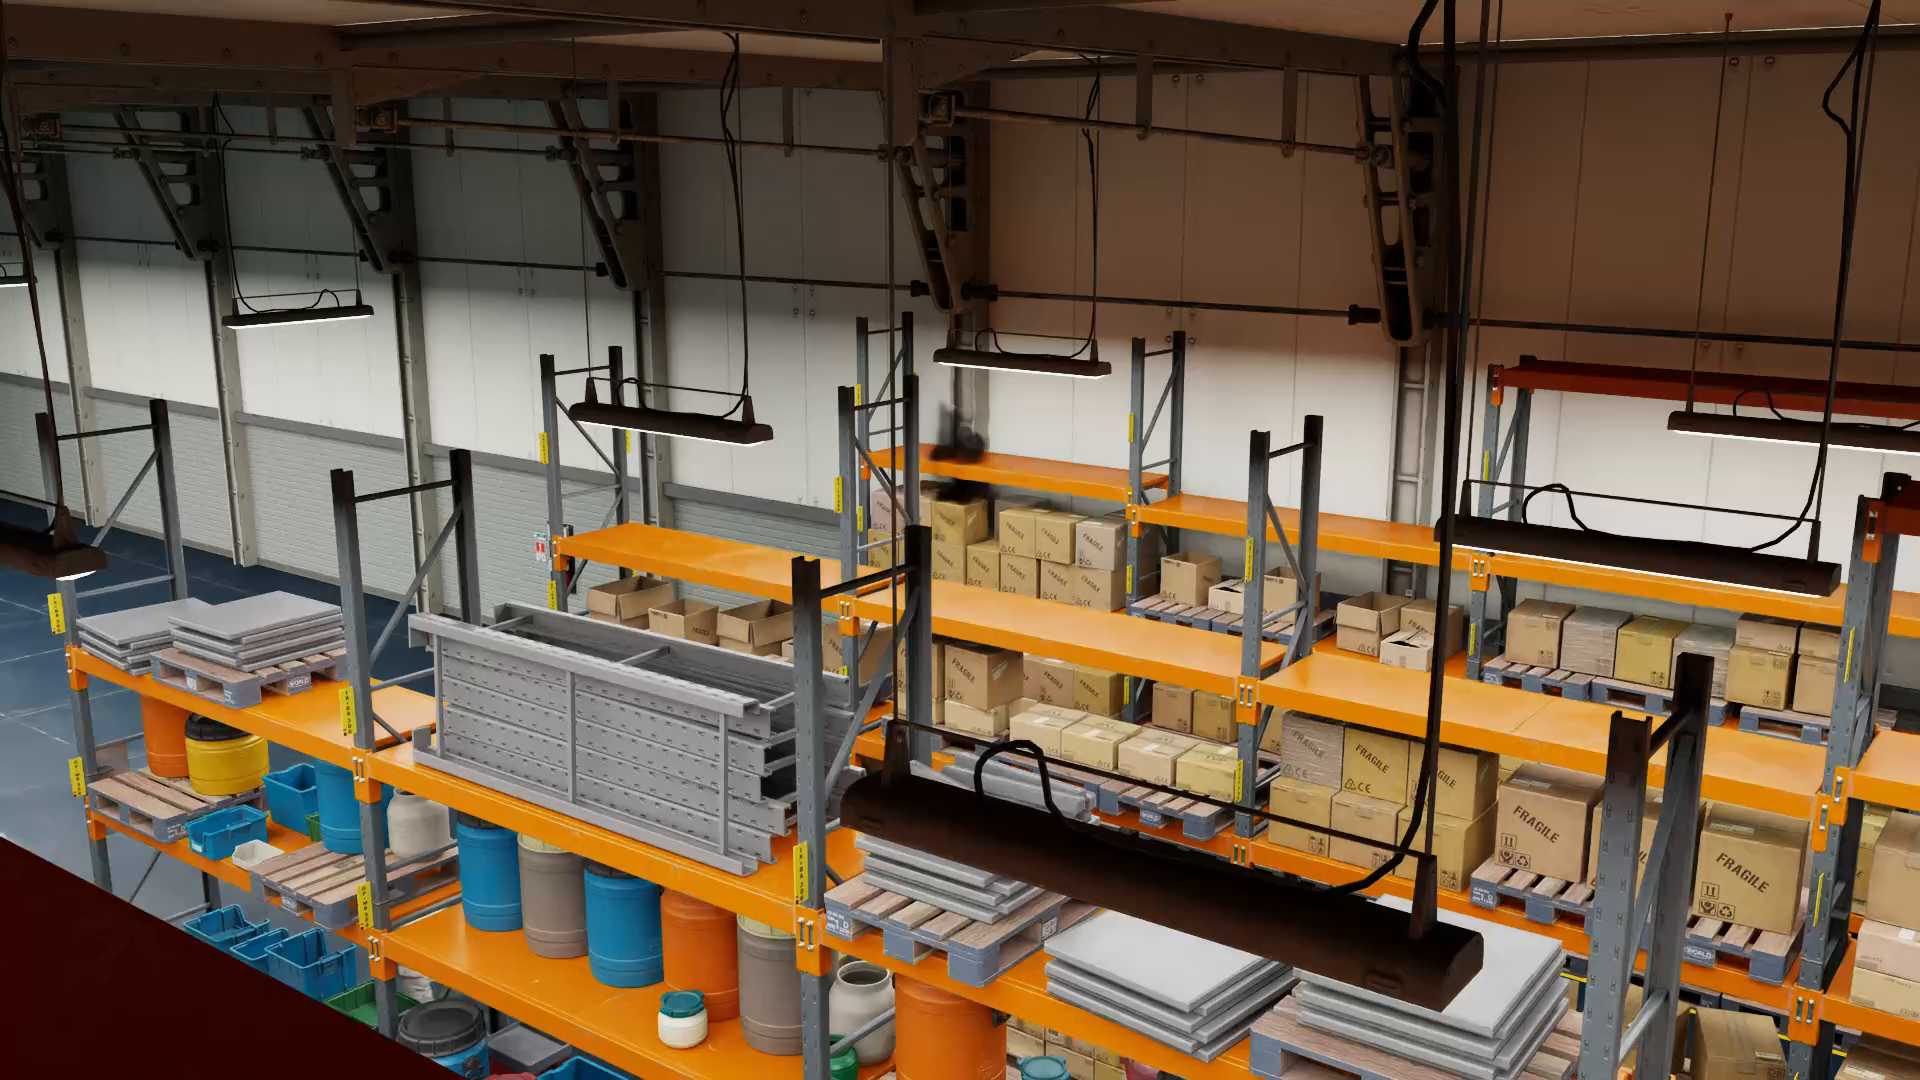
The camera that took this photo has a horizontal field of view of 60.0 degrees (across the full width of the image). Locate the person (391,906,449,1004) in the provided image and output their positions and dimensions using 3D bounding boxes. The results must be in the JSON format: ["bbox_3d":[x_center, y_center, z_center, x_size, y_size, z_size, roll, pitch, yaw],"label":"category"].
[{"bbox_3d":[-4.764,3.844,14.717,0.876,1.844,0.643,6,14,25],"label":"person"}]
